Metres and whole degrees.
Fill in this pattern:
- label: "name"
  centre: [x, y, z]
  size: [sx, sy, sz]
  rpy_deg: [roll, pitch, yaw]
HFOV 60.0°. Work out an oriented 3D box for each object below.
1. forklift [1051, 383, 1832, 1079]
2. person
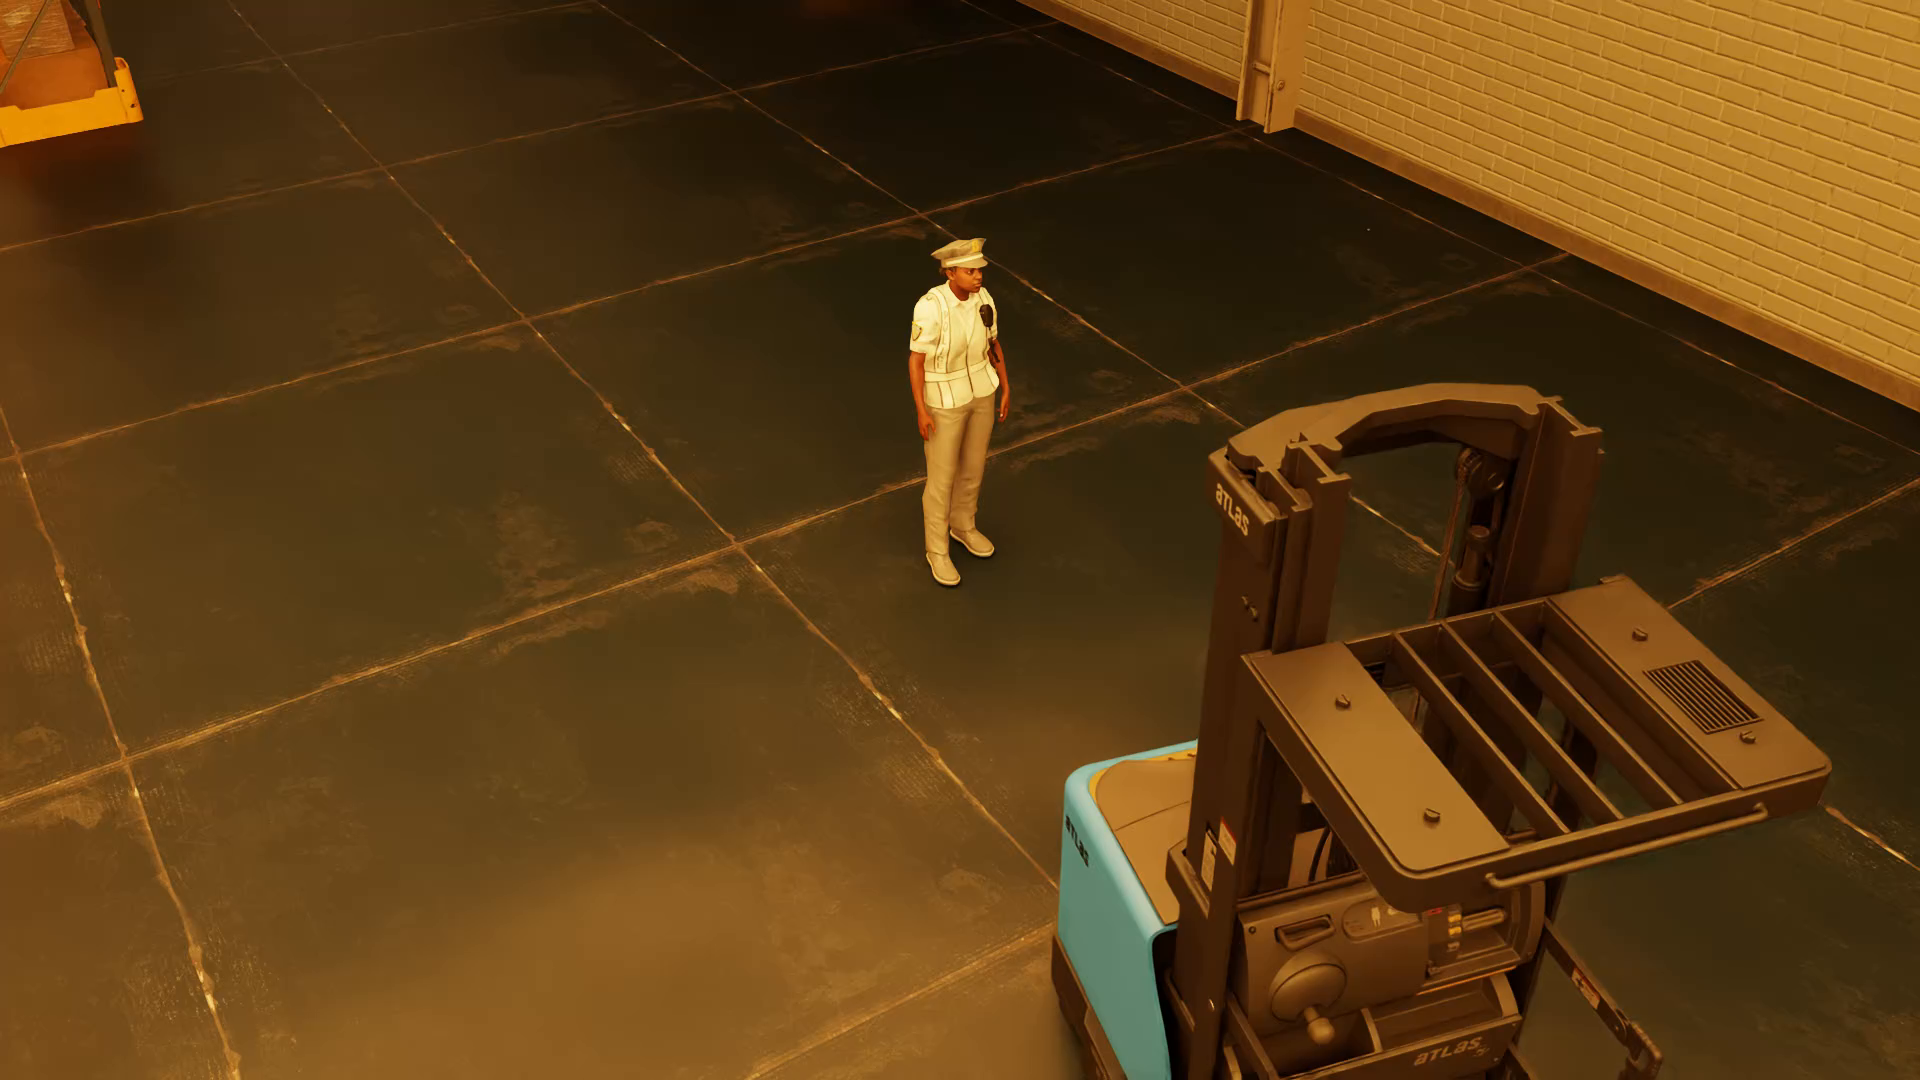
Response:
- label: "forklift"
  centre: [1.280, 1.186, 4.459]
  size: [1.130, 2.935, 3.031]
  rpy_deg: [-11, 36, -15]
- label: "person"
  centre: [0.024, -0.657, 8.146]
  size: [0.569, 1.694, 0.530]
  rpy_deg: [-21, 40, -27]
